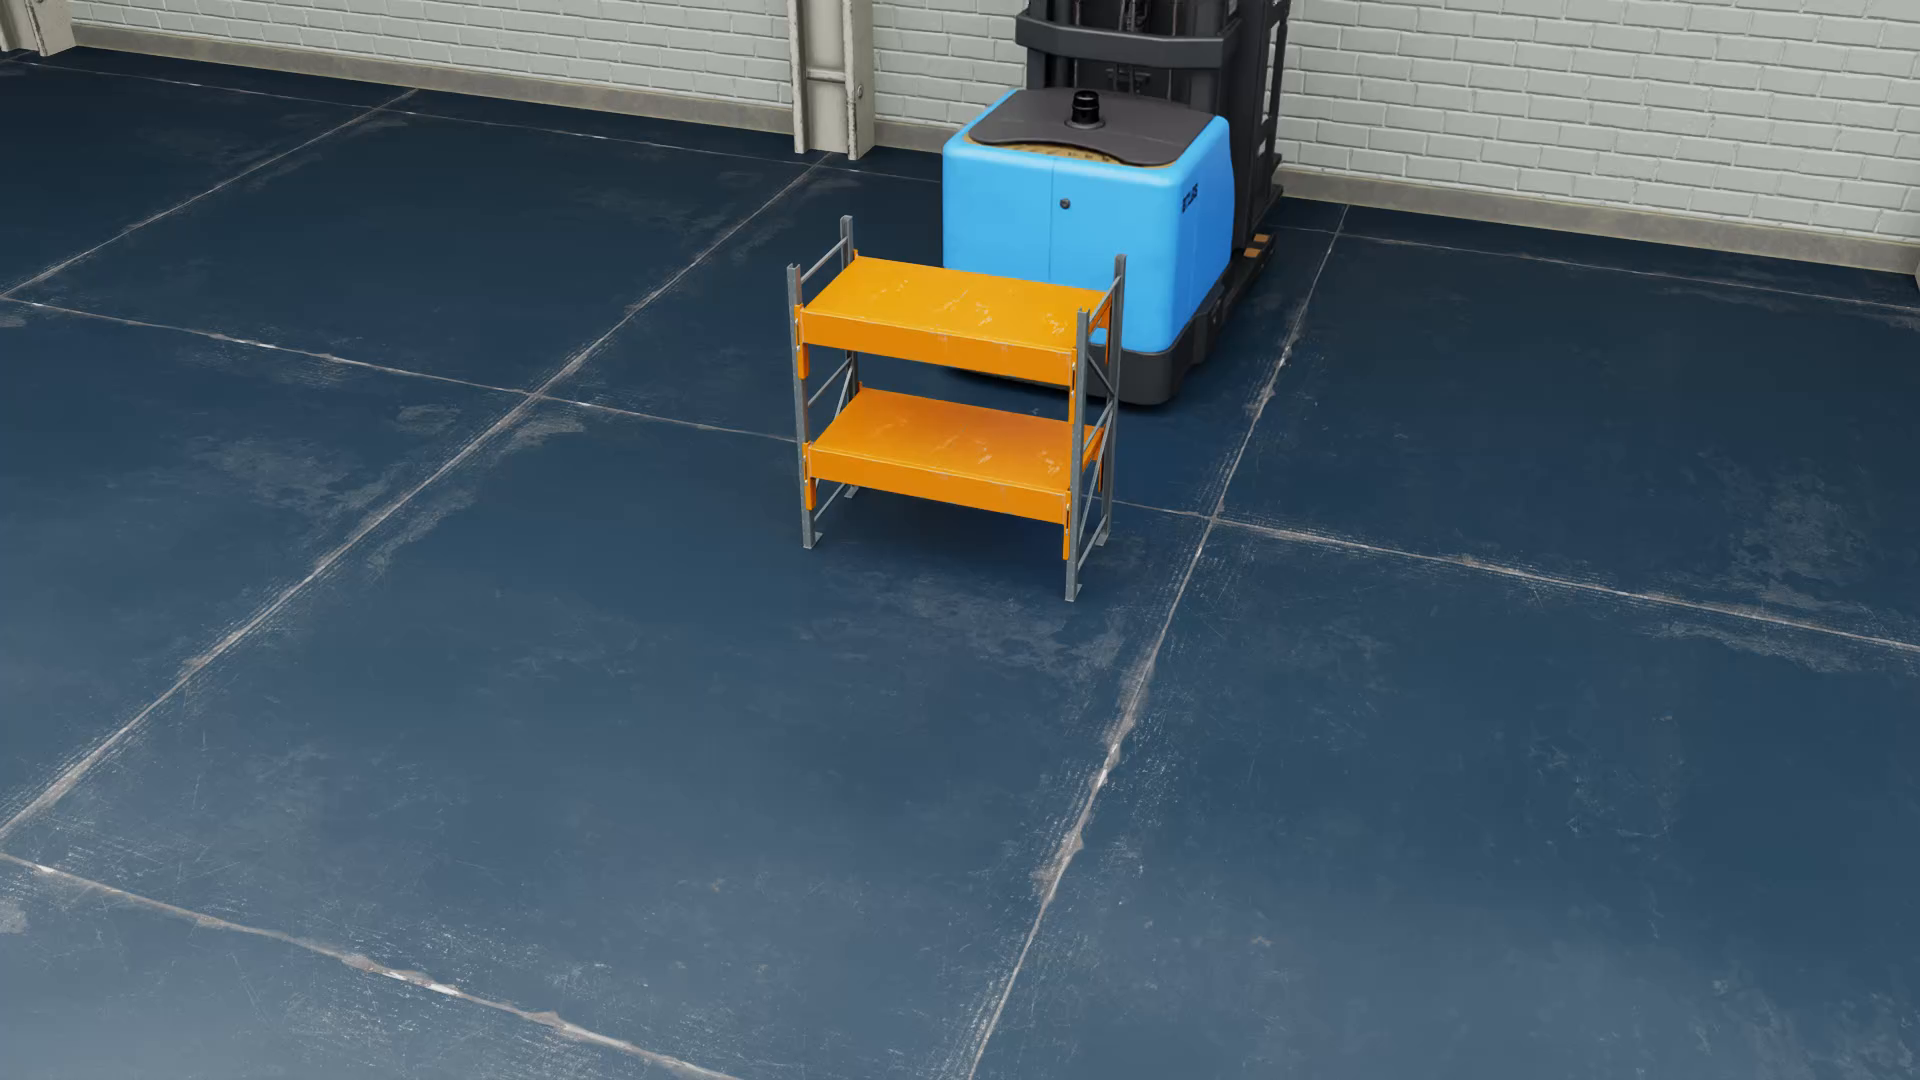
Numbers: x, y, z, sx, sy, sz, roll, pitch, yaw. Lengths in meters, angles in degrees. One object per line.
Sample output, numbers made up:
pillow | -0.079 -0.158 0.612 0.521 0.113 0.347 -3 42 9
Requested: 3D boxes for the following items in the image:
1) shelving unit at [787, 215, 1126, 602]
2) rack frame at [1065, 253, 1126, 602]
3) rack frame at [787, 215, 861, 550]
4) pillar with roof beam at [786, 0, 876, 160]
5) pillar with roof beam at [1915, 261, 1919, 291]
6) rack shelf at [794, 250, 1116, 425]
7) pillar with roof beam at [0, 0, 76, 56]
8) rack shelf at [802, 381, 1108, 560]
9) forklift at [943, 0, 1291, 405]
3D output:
shelving unit | -0.006 -0.474 5.947 1.048 1.125 0.538 11 34 16
rack frame | 0.472 -0.381 5.803 0.032 1.125 0.500 11 34 16
rack frame | -0.485 -0.567 6.091 0.032 1.125 0.500 11 34 16
pillar with roof beam | -2.188 -3.906 4.003 0.400 9.000 9.100 11 34 16
pillar with roof beam | 3.460 -2.808 2.302 0.400 9.000 9.100 11 34 16
rack shelf | -0.006 -0.720 5.788 1.000 0.278 0.538 11 34 16
pillar with roof beam | -7.836 -5.004 5.703 0.400 9.000 9.100 11 34 16
rack shelf | -0.006 -0.268 6.079 1.000 0.278 0.538 11 34 16
forklift | 0.946 -2.587 7.555 1.130 2.935 3.031 13 35 19
